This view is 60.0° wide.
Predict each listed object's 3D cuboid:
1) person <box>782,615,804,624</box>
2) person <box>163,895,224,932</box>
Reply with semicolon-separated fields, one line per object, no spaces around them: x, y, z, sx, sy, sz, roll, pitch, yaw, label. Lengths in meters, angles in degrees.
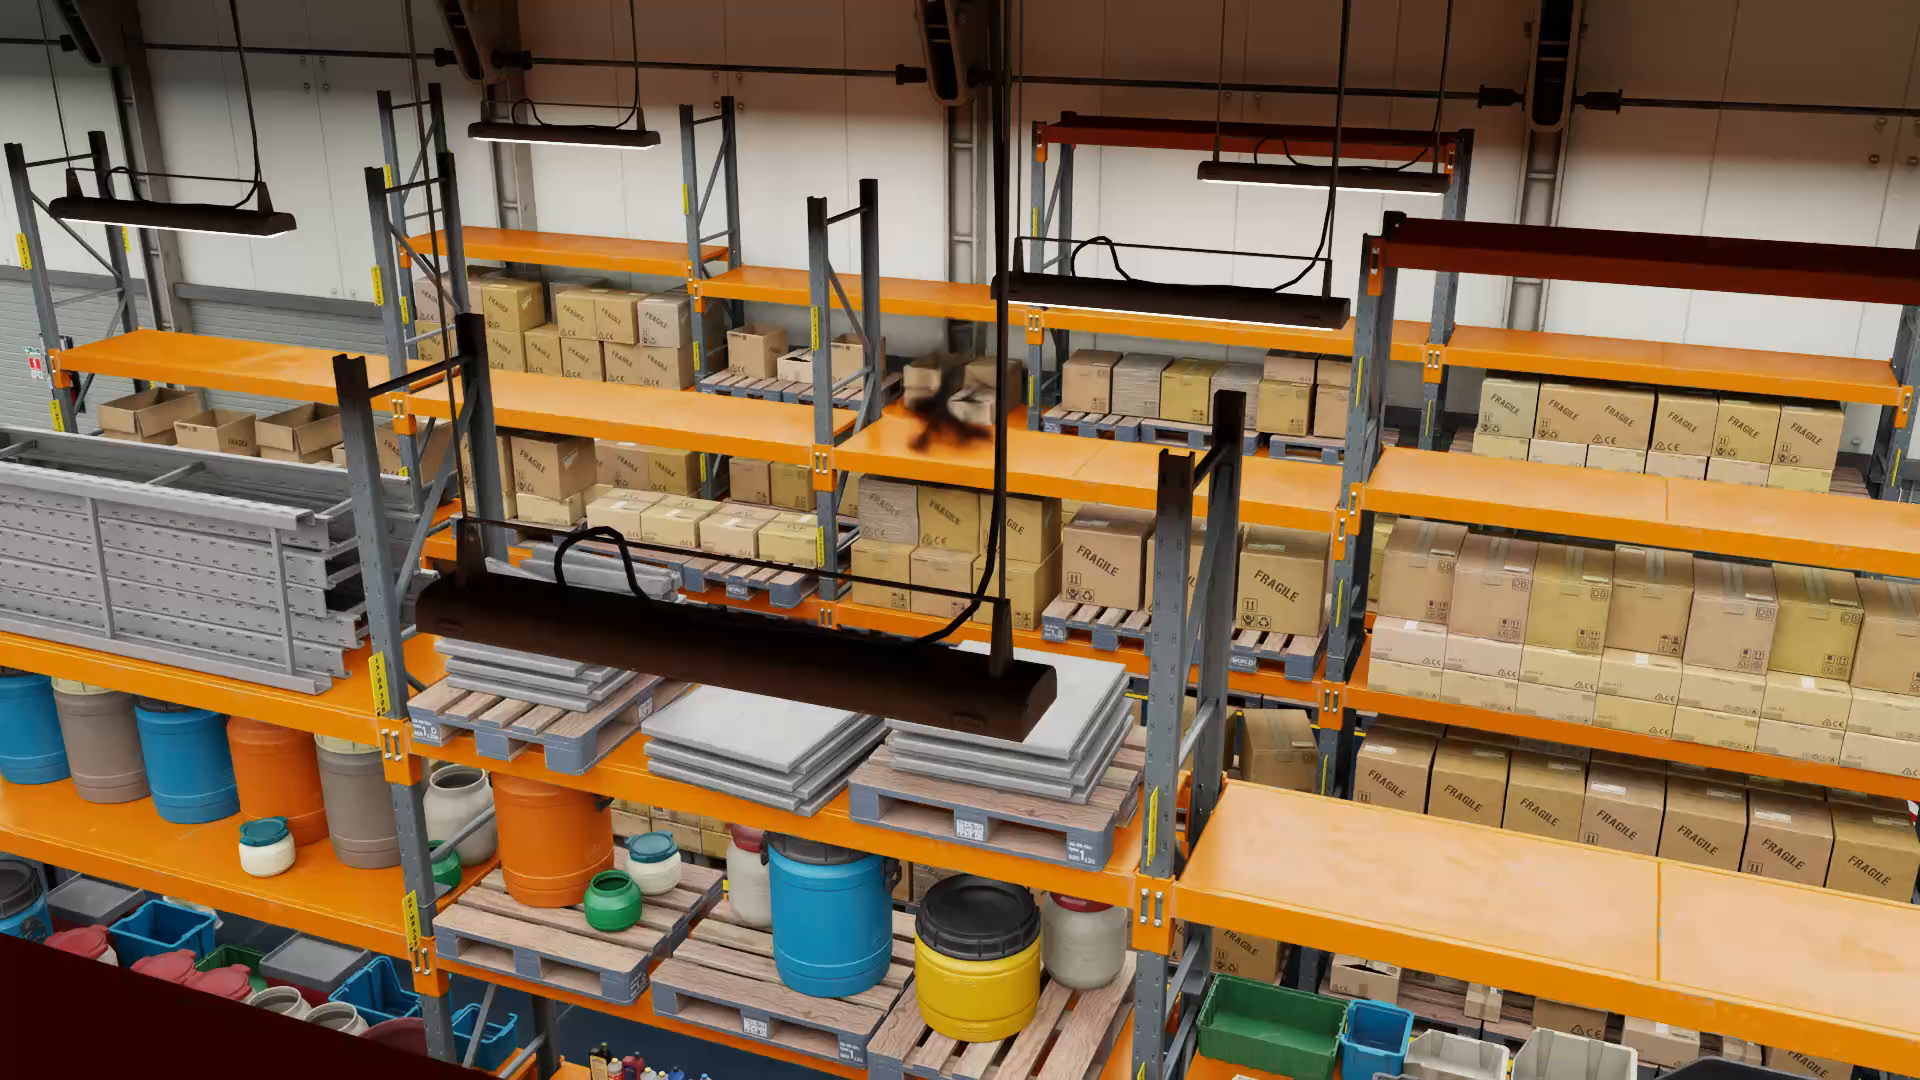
-1.564;1.472;16.170;0.647;1.700;0.653;9;23;23;person
-6.397;2.495;13.516;0.799;1.692;0.603;5;21;12;person
